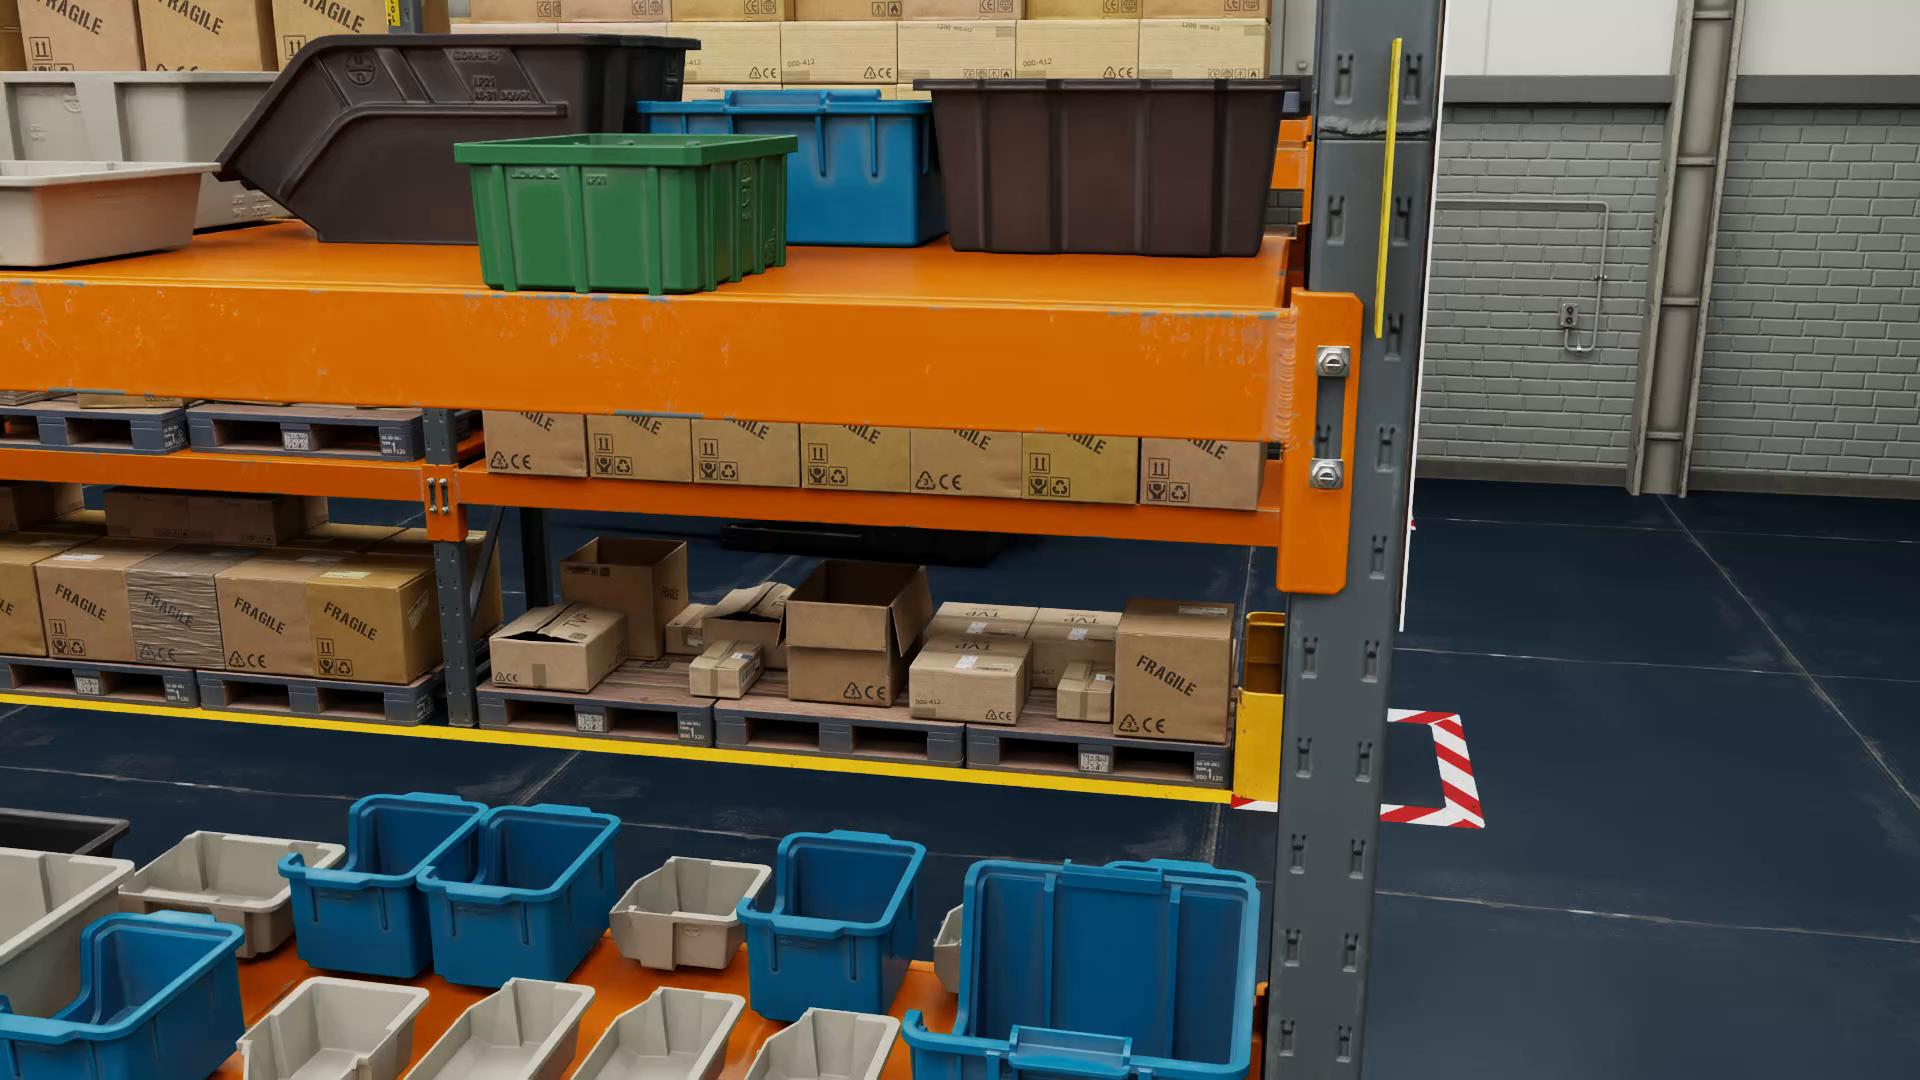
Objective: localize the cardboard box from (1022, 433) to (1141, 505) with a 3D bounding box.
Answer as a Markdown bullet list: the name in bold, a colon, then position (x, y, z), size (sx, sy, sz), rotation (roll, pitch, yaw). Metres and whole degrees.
- **cardboard box**: position (0.564, -0.468, 7.376), size (0.500, 0.500, 0.500), rotation (3, 16, 12)

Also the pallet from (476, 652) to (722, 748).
- **pallet**: position (-1.680, 0.727, 8.471), size (1.213, 0.211, 1.003), rotation (3, 16, 11)

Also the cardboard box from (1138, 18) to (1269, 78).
- **cardboard box**: position (1.012, -2.015, 6.874), size (0.500, 0.250, 0.500), rotation (3, 16, 11)

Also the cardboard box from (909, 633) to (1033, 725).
- **cardboard box**: position (0.060, 0.650, 7.855), size (0.500, 0.250, 0.500), rotation (3, 16, 11)

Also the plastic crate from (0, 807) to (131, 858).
- **plastic crate**: position (-2.194, 0.735, 3.622), size (0.590, 0.125, 0.437), rotation (3, 16, 11)

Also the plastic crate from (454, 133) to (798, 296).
- **plastic crate**: position (-0.448, -0.466, 2.334), size (0.336, 0.188, 0.450), rotation (3, 16, 11)

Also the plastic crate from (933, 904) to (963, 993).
- **plastic crate**: position (0.102, 0.815, 3.312), size (0.298, 0.136, 0.250), rotation (3, 16, 11)

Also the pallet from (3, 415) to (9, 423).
- **pallet**: position (-5.595, -0.756, 8.962), size (1.003, 0.211, 1.213), rotation (3, 16, 11)

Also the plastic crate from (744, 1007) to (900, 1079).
- **plastic crate**: position (-0.259, 0.957, 2.799), size (0.243, 0.136, 0.396), rotation (3, 16, 11)

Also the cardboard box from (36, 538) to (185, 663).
- **cardboard box**: position (-4.367, 0.306, 8.626), size (0.500, 0.500, 0.500), rotation (3, 16, 9)

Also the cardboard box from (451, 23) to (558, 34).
- **cardboard box**: position (-1.926, -2.177, 7.457), size (0.500, 0.250, 0.500), rotation (3, 16, 11)

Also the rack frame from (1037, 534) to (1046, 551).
- **rack frame**: position (0.553, -0.536, 11.179), size (0.006, 1.200, 0.240), rotation (4, 16, 15)

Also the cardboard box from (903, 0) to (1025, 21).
- **cardboard box**: position (0.076, -2.487, 7.170), size (0.500, 0.500, 0.700), rotation (3, 16, 11)

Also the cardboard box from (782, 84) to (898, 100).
- **cardboard box**: position (-0.456, -1.856, 7.234), size (0.500, 0.250, 0.500), rotation (3, 16, 11)

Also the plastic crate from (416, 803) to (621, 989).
- **plastic crate**: position (-0.891, 0.737, 3.412), size (0.300, 0.233, 0.416), rotation (3, 16, 11)

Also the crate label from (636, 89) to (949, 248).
- **crate label**: position (-0.264, -0.653, 2.888), size (0.502, 0.251, 0.408), rotation (3, 16, 11)

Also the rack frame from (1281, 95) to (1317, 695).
- **rack frame**: position (1.567, -0.441, 7.464), size (0.127, 3.000, 1.000), rotation (3, 16, 11)

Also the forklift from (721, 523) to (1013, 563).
- **forklift**: position (-1.118, -1.465, 11.289), size (3.031, 2.935, 1.130), rotation (4, 16, 15)

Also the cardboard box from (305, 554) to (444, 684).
- **cardboard box**: position (-2.894, 0.388, 8.331), size (0.500, 0.500, 0.500), rotation (3, 16, 11)

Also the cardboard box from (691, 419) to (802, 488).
- **cardboard box**: position (-0.916, -0.550, 7.670), size (0.500, 0.500, 0.500), rotation (3, 16, 11)

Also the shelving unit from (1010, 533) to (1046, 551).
- **shelving unit**: position (0.465, -0.543, 11.203), size (0.189, 1.200, 0.258), rotation (4, 16, 15)

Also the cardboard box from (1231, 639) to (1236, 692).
- **cardboard box**: position (1.225, 0.609, 8.190), size (0.250, 0.149, 0.380), rotation (3, 16, 11)

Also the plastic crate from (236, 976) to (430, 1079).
- **plastic crate**: position (-1.112, 0.919, 2.938), size (0.250, 0.136, 0.298), rotation (3, 16, 11)

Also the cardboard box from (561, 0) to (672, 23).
- **cardboard box**: position (-1.407, -2.549, 7.397), size (0.500, 0.500, 0.700), rotation (3, 16, 11)

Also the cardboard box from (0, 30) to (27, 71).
- **cardboard box**: position (-4.829, -2.291, 8.336), size (0.500, 0.500, 0.910), rotation (3, 16, 11)

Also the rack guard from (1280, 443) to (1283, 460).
- **rack guard**: position (2.574, -0.531, 12.472), size (0.348, 0.500, 1.175), rotation (3, 16, 11)

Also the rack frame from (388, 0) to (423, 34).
- **rack frame**: position (-2.353, -3.545, 7.431), size (0.127, 3.000, 1.000), rotation (3, 16, 11)

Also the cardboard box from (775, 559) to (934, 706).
- **cardboard box**: position (-0.511, 0.436, 8.150), size (0.637, 0.503, 0.797), rotation (3, 16, 11)

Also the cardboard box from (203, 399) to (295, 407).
- **cardboard box**: position (-3.459, -1.008, 8.537), size (0.500, 0.500, 0.700), rotation (6, 16, 20)

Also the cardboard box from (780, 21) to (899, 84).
- **cardboard box**: position (-0.458, -2.094, 7.160), size (0.500, 0.250, 0.500), rotation (3, 16, 11)

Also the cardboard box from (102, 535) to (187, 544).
- **cardboard box**: position (-4.287, 0.169, 9.122), size (0.500, 0.500, 0.500), rotation (3, 16, 9)

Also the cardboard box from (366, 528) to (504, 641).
- **cardboard box**: position (-2.779, 0.250, 8.830), size (0.500, 0.500, 0.500), rotation (2, 16, 9)

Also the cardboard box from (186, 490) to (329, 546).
- **cardboard box**: position (-3.759, -0.165, 8.922), size (0.500, 0.250, 0.500), rotation (3, 16, 11)

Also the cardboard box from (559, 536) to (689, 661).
- **cardboard box**: position (-1.738, 0.295, 8.665), size (0.500, 0.500, 0.500), rotation (3, 16, 11)

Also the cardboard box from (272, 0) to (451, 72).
- **cardboard box**: position (-2.832, -2.444, 7.915), size (0.600, 0.600, 0.600), rotation (2, 16, 6)

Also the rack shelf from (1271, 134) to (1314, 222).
- **rack shelf**: position (-0.393, -1.646, 7.543), size (4.000, 0.370, 1.077), rotation (3, 16, 11)

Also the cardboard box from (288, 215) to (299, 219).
- **cardboard box**: position (-5.752, -2.445, 13.688), size (0.500, 0.500, 0.700), rotation (1, 16, 5)

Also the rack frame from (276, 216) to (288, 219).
- **rack frame**: position (-5.289, -2.162, 13.679), size (0.127, 3.000, 1.000), rotation (3, 16, 11)

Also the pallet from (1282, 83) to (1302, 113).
- **pallet**: position (1.821, -3.176, 11.887), size (1.213, 0.211, 1.003), rotation (3, 16, 11)

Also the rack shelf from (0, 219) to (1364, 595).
- **rack shelf**: position (-1.384, -0.350, 2.866), size (4.000, 0.370, 1.077), rotation (3, 16, 11)
